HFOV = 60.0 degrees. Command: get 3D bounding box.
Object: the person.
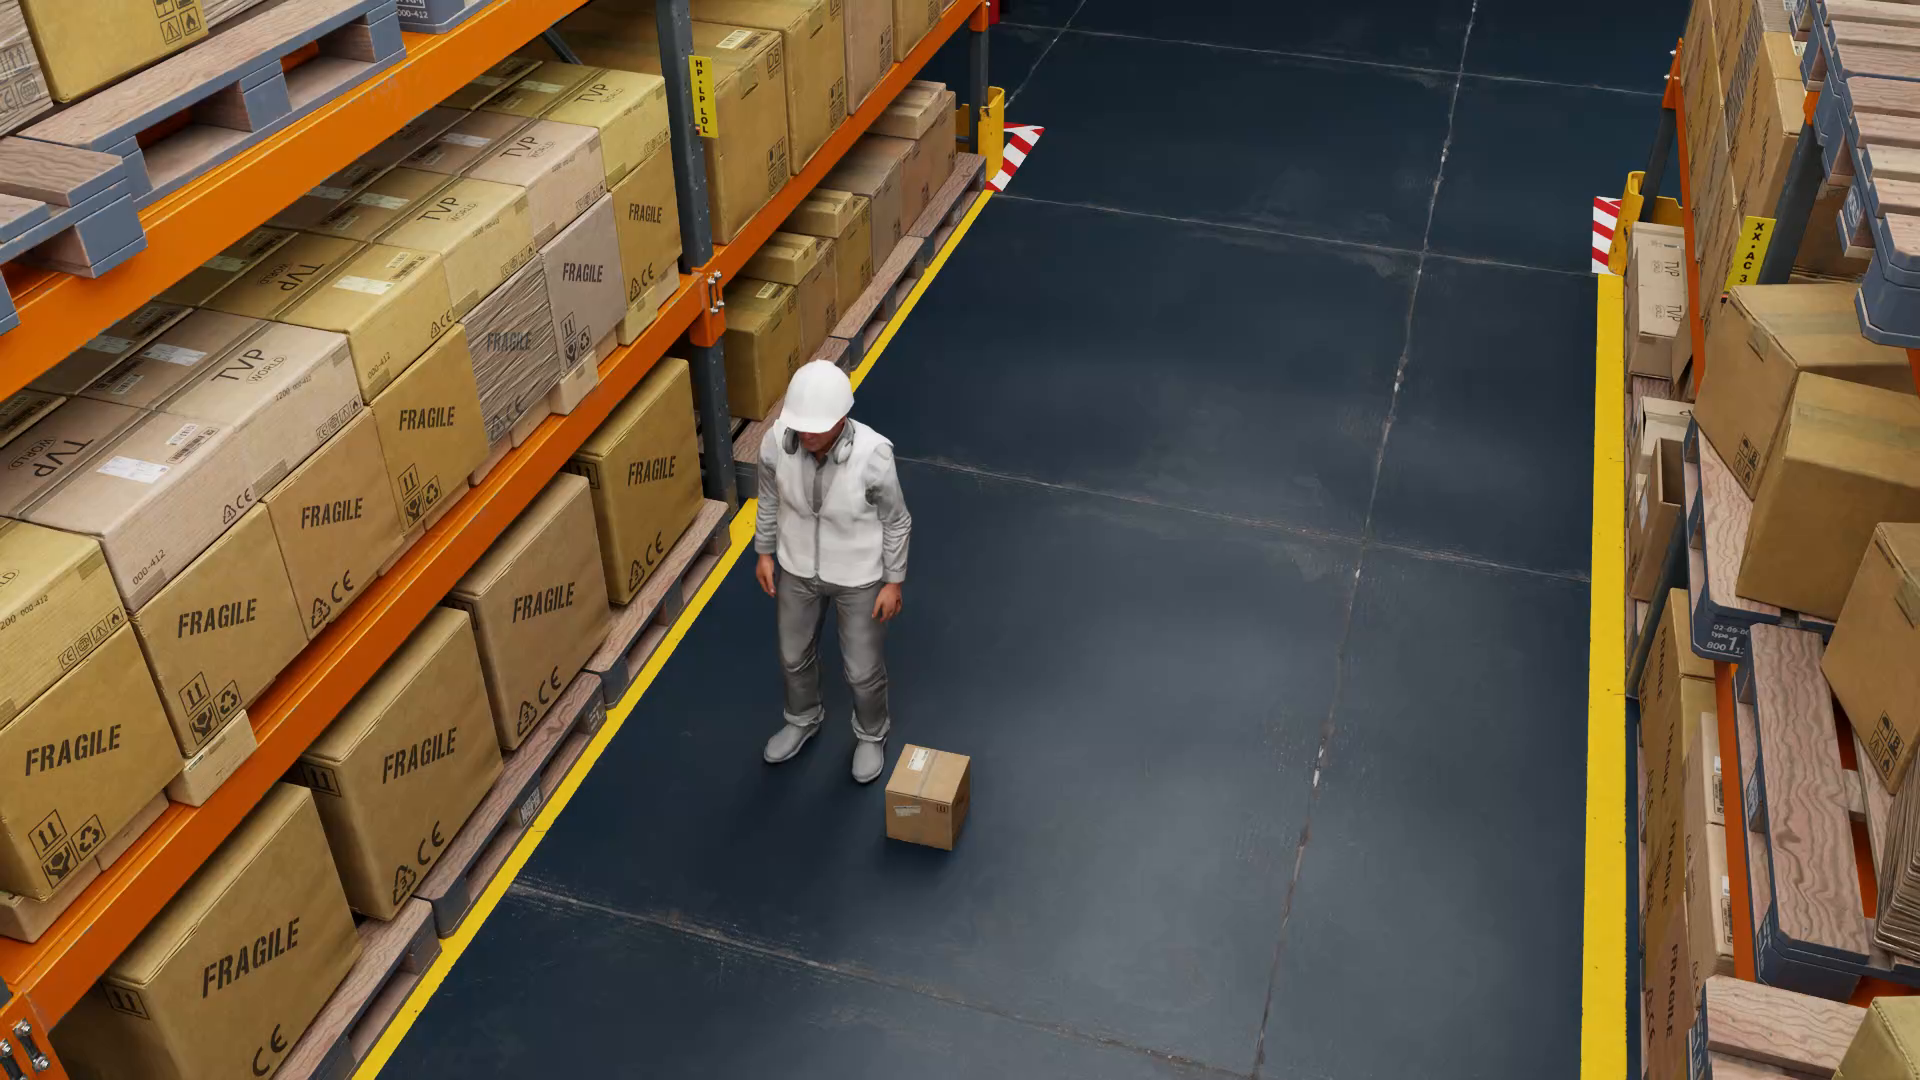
[{"bbox_3d":[-0.464,0.105,5.990,0.579,1.768,0.464,12,38,15],"label":"person"}]
